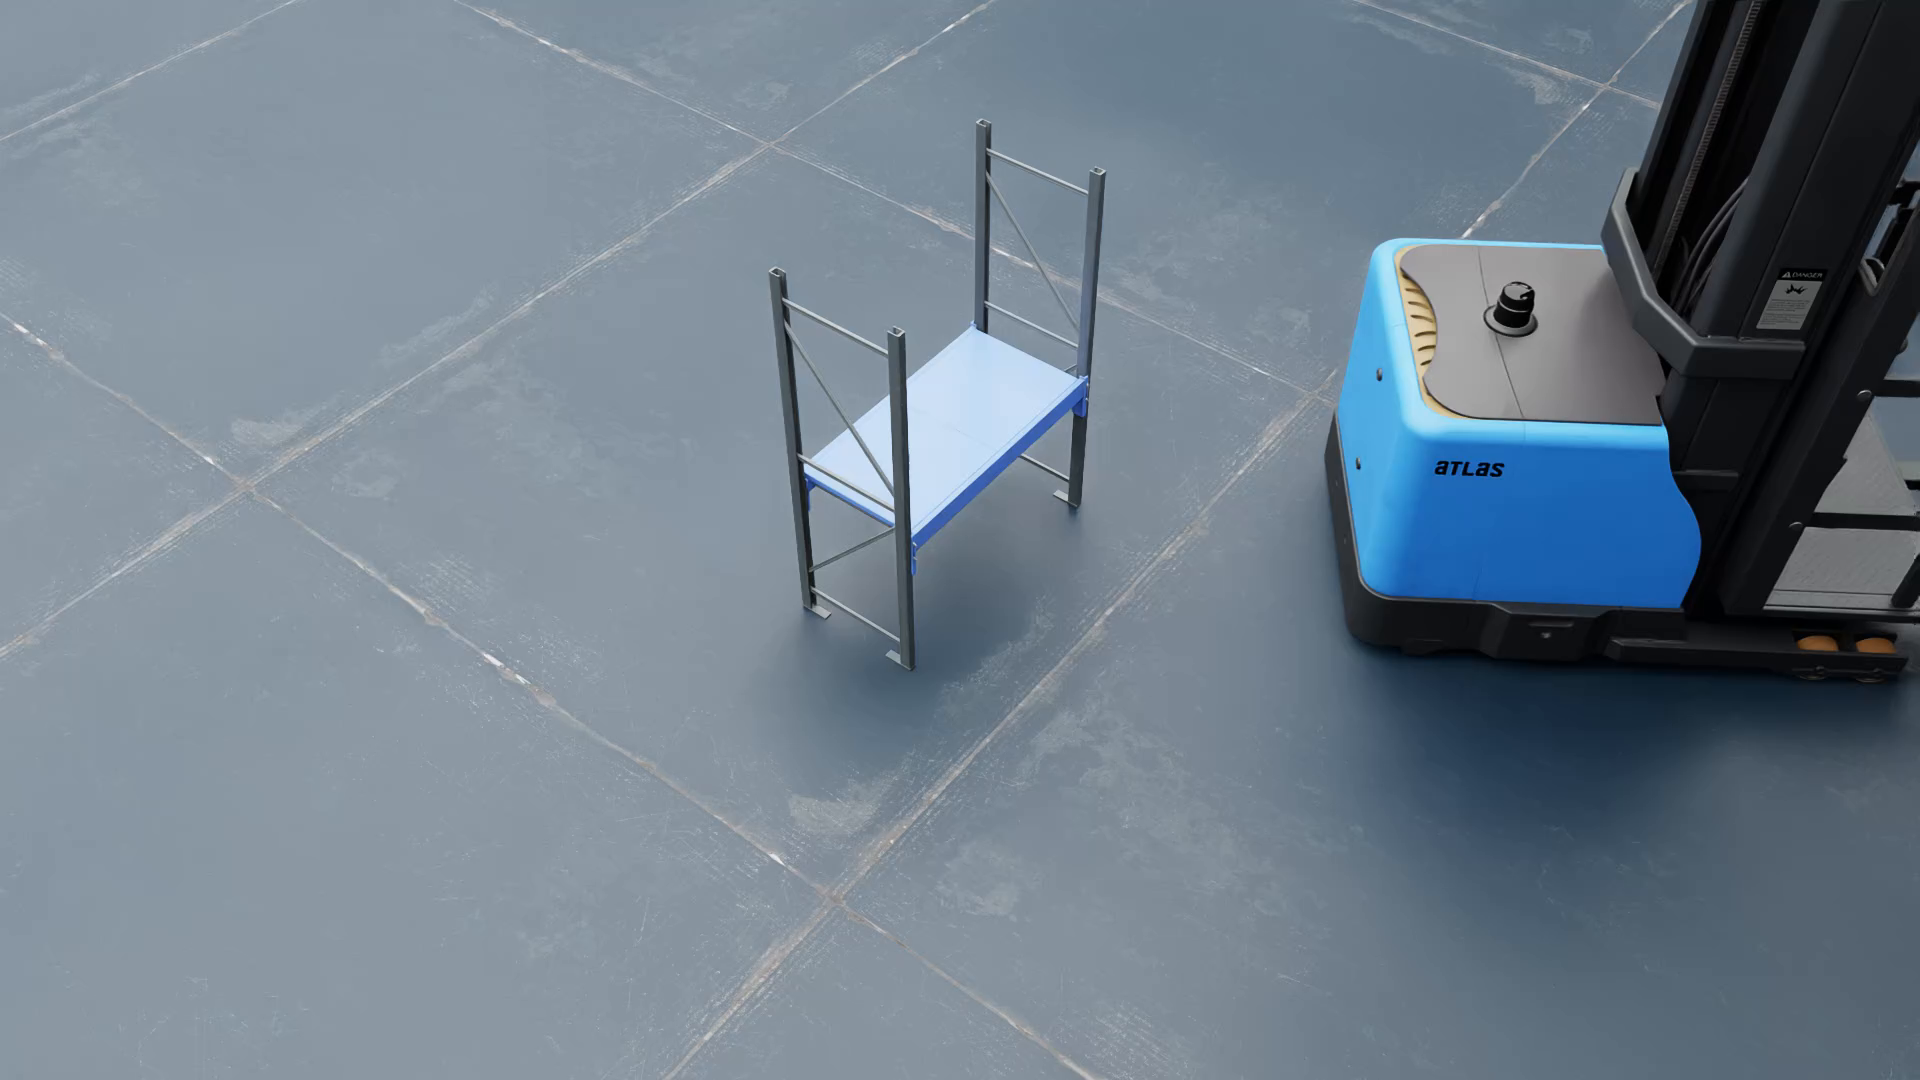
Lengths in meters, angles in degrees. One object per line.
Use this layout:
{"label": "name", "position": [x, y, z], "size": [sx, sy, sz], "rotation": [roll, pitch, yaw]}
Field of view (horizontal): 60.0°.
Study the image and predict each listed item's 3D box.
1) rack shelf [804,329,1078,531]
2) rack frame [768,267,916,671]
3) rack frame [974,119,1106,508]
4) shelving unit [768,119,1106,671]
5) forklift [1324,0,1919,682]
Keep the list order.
{"label": "rack shelf", "position": [-0.052, -0.379, 5.756], "size": [0.459, 0.062, 0.952], "rotation": [29, 53, 25]}
{"label": "rack frame", "position": [-0.363, -0.178, 5.383], "size": [0.500, 1.500, 0.032], "rotation": [29, 53, 25]}
{"label": "rack frame", "position": [0.259, -0.760, 5.939], "size": [0.500, 1.500, 0.032], "rotation": [29, 53, 25]}
{"label": "shelving unit", "position": [-0.052, -0.469, 5.661], "size": [0.500, 1.500, 1.048], "rotation": [29, 53, 25]}
{"label": "forklift", "position": [2.902, -0.916, 5.098], "size": [3.031, 2.935, 1.130], "rotation": [2, 46, 2]}
